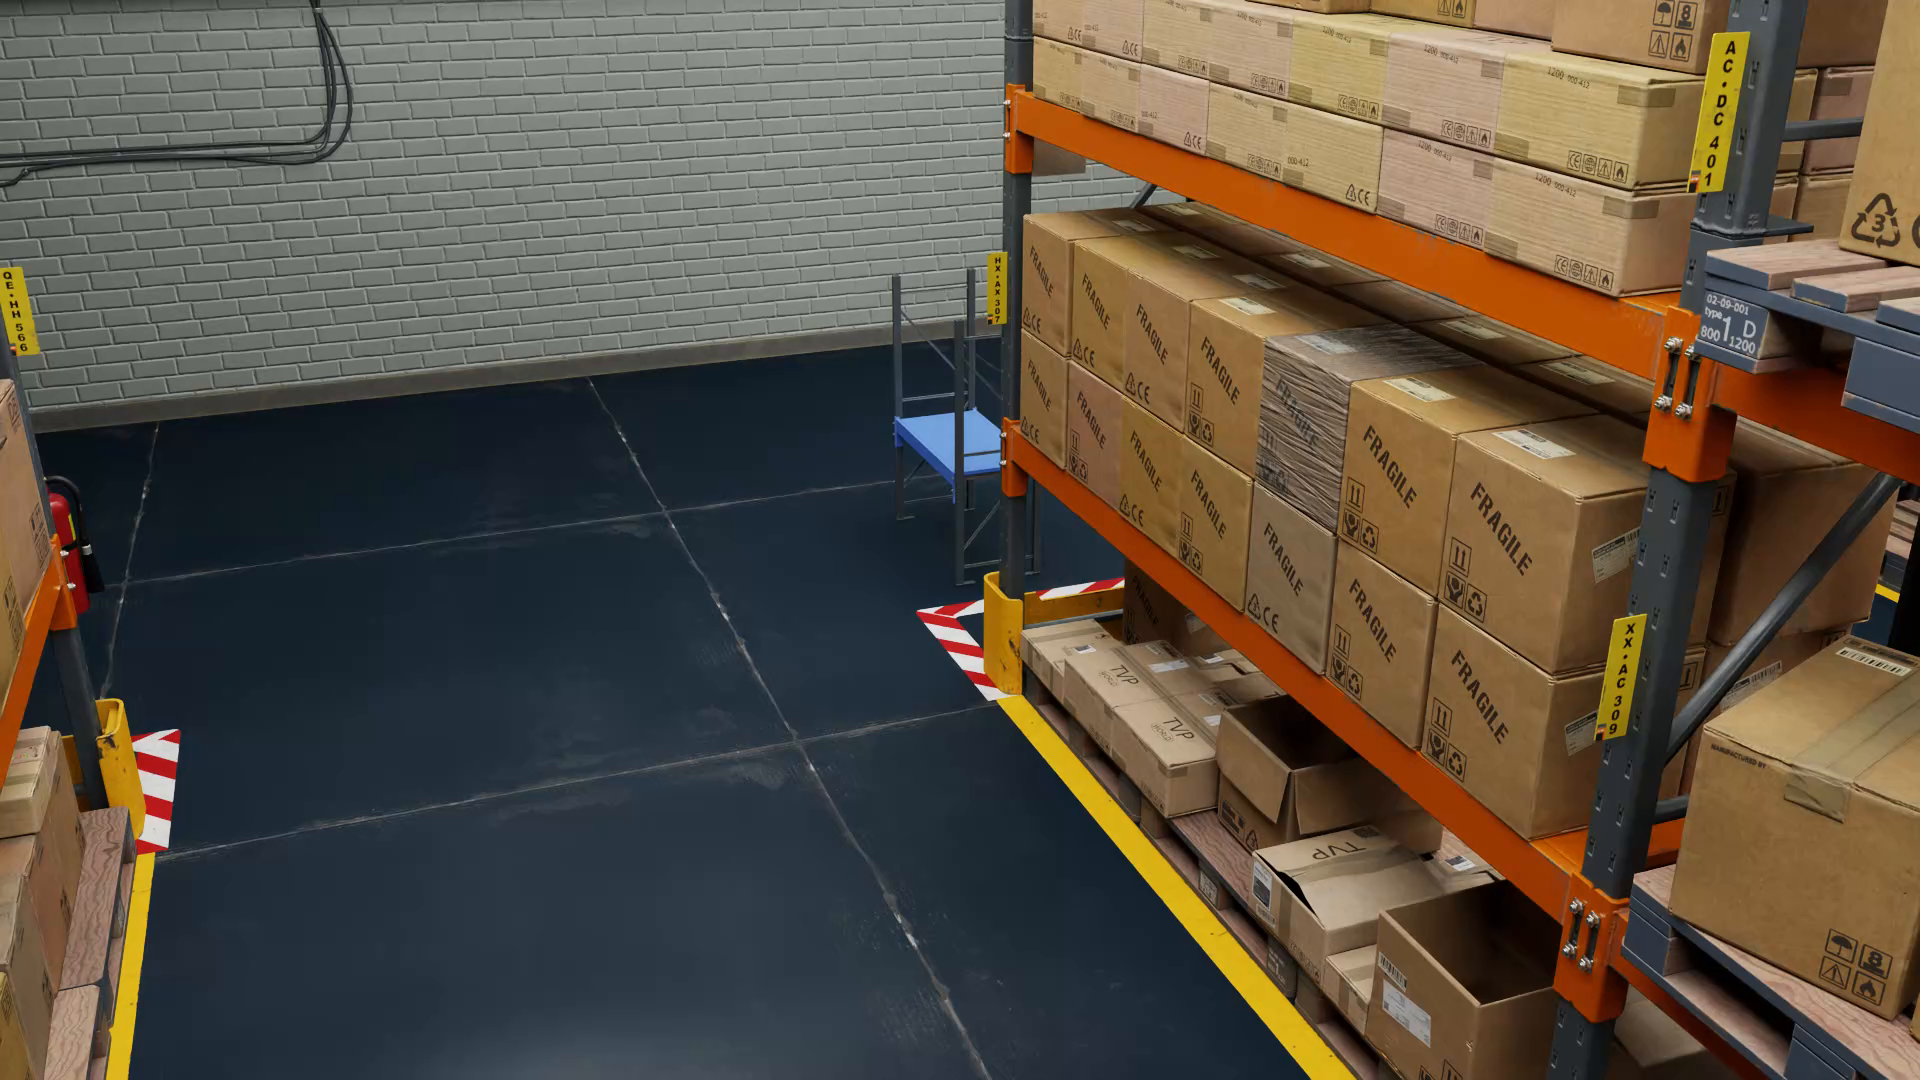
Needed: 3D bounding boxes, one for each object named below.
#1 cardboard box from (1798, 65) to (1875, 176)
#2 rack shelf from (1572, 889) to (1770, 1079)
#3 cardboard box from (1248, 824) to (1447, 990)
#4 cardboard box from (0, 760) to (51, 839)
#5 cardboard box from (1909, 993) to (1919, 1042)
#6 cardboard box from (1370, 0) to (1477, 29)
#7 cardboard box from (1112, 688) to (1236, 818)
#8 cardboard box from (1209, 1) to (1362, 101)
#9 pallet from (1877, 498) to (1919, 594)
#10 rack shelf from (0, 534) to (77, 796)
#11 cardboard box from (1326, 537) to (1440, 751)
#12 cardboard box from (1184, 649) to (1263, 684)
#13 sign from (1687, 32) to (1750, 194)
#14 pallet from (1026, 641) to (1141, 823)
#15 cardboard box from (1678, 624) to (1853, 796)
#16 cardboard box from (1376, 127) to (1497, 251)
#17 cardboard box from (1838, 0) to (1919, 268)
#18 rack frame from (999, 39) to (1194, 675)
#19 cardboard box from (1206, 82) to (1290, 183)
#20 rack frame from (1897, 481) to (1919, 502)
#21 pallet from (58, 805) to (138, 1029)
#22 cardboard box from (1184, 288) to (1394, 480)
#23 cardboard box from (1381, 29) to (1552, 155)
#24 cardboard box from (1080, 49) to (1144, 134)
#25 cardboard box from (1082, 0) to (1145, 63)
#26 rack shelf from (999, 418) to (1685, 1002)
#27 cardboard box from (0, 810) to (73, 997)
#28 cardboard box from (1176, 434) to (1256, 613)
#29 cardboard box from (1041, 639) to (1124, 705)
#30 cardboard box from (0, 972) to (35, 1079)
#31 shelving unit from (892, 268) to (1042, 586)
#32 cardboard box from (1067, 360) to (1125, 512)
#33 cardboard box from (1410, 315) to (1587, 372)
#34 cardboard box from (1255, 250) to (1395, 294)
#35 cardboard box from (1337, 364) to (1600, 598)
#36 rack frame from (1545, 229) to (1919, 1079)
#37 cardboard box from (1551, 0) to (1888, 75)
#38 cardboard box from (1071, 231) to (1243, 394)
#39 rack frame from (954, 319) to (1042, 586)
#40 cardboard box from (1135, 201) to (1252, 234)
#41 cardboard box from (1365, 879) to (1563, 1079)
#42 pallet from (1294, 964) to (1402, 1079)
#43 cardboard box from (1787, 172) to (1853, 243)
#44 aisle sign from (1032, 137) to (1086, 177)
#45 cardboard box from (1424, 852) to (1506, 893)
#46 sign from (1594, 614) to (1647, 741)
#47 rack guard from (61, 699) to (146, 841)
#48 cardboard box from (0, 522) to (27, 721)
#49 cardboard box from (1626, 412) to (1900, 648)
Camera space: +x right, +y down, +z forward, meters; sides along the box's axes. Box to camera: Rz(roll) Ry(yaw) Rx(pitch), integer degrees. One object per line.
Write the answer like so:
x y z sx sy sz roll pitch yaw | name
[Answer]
2.151 -1.101 4.188 0.500 0.250 0.500 -8 24 -19 | cardboard box
2.797 1.711 2.754 1.077 0.370 4.000 -8 24 -19 | rack shelf
1.359 1.249 5.821 0.500 0.311 0.500 -8 24 -19 | cardboard box
-3.308 0.895 5.606 0.380 0.149 0.250 -8 24 -18 | cardboard box
2.351 0.857 3.184 0.700 0.500 0.500 -5 23 -11 | cardboard box
1.657 -1.789 4.855 0.700 0.500 0.500 -8 24 -19 | cardboard box
0.957 0.864 6.812 0.500 0.250 0.500 -8 24 -19 | cardboard box
1.141 -1.576 5.314 0.500 0.250 0.500 -8 24 -19 | cardboard box
5.568 0.111 9.214 1.003 0.211 1.213 -8 24 -19 | pallet
-3.249 0.939 4.586 1.077 0.370 4.000 -8 24 -19 | rack shelf
1.490 0.273 5.110 0.500 0.500 0.500 -8 24 -17 | cardboard box
1.159 0.626 7.485 0.380 0.166 0.250 -8 24 -19 | cardboard box
1.585 -0.890 3.472 0.100 0.325 0.005 -8 24 -19 | sign
0.987 0.802 7.576 1.003 0.211 1.213 -8 24 -19 | pallet
2.165 0.384 4.847 0.500 0.500 0.500 -8 24 -18 | cardboard box
1.503 -0.983 4.552 0.500 0.250 0.500 -8 24 -19 | cardboard box
2.199 -0.822 3.177 0.600 0.600 0.600 -11 25 -24 | cardboard box
0.677 -0.800 7.787 1.000 3.000 0.127 -8 24 -19 | rack frame
1.146 -1.346 5.413 0.500 0.250 0.500 -8 24 -19 | cardboard box
5.313 -1.479 9.396 1.000 3.000 0.127 -8 24 -19 | rack frame
-3.600 1.446 6.049 1.003 0.211 1.213 -8 24 -19 | pallet
1.132 -0.554 5.786 0.500 0.500 0.500 -9 24 -19 | cardboard box
1.491 -1.212 4.451 0.500 0.250 0.500 -8 24 -19 | cardboard box
0.786 -1.708 6.272 0.500 0.250 0.500 -8 24 -19 | cardboard box
0.785 -1.939 6.175 0.500 0.250 0.500 -8 24 -19 | cardboard box
1.384 0.258 6.202 1.077 0.370 4.000 -8 24 -19 | rack shelf
-3.438 1.262 5.573 0.700 0.500 0.500 -8 24 -19 | cardboard box
1.124 -0.098 5.991 0.500 0.500 0.500 -8 24 -18 | cardboard box
0.592 0.593 7.563 0.380 0.166 0.250 -8 24 -19 | cardboard box
-3.064 1.637 4.682 0.700 0.500 0.500 -8 24 -18 | cardboard box
0.030 -0.660 9.385 0.538 1.500 1.048 -8 24 -19 | shelving unit
0.775 -0.462 6.856 0.500 0.500 0.500 -9 24 -20 | cardboard box
1.823 -0.438 5.510 0.500 0.500 0.500 -9 25 -21 | cardboard box
1.459 -0.812 6.398 0.500 0.500 0.500 -8 24 -18 | cardboard box
1.486 -0.188 4.917 0.500 0.500 0.500 -9 24 -20 | cardboard box
2.090 0.653 4.338 1.000 3.000 0.127 -8 24 -19 | rack frame
1.883 -1.407 3.949 0.700 0.500 0.500 -8 24 -19 | cardboard box
0.779 -0.921 6.656 0.500 0.500 0.500 -8 24 -18 | cardboard box
0.210 -0.475 8.947 0.500 1.500 0.032 -8 24 -19 | rack frame
1.092 -1.183 7.279 0.500 0.500 0.500 -9 24 -19 | cardboard box
1.624 1.434 5.137 0.500 0.500 0.500 -8 24 -19 | cardboard box
1.849 1.689 5.472 1.003 0.211 1.213 -8 24 -19 | pallet
2.150 -0.871 4.285 0.500 0.250 0.500 -8 24 -19 | cardboard box
0.379 -1.983 7.245 0.394 0.787 0.004 -8 24 -19 | aisle sign
1.830 1.261 5.978 0.380 0.166 0.250 -8 24 -19 | cardboard box
1.585 0.331 3.987 0.100 0.325 0.005 -8 24 -19 | sign
-3.964 1.024 6.677 1.175 0.500 0.348 -8 24 -19 | rack guard
-3.499 0.189 5.053 0.980 0.700 0.700 -9 24 -19 | cardboard box
2.187 -0.064 4.623 0.500 0.500 0.500 -8 24 -18 | cardboard box
